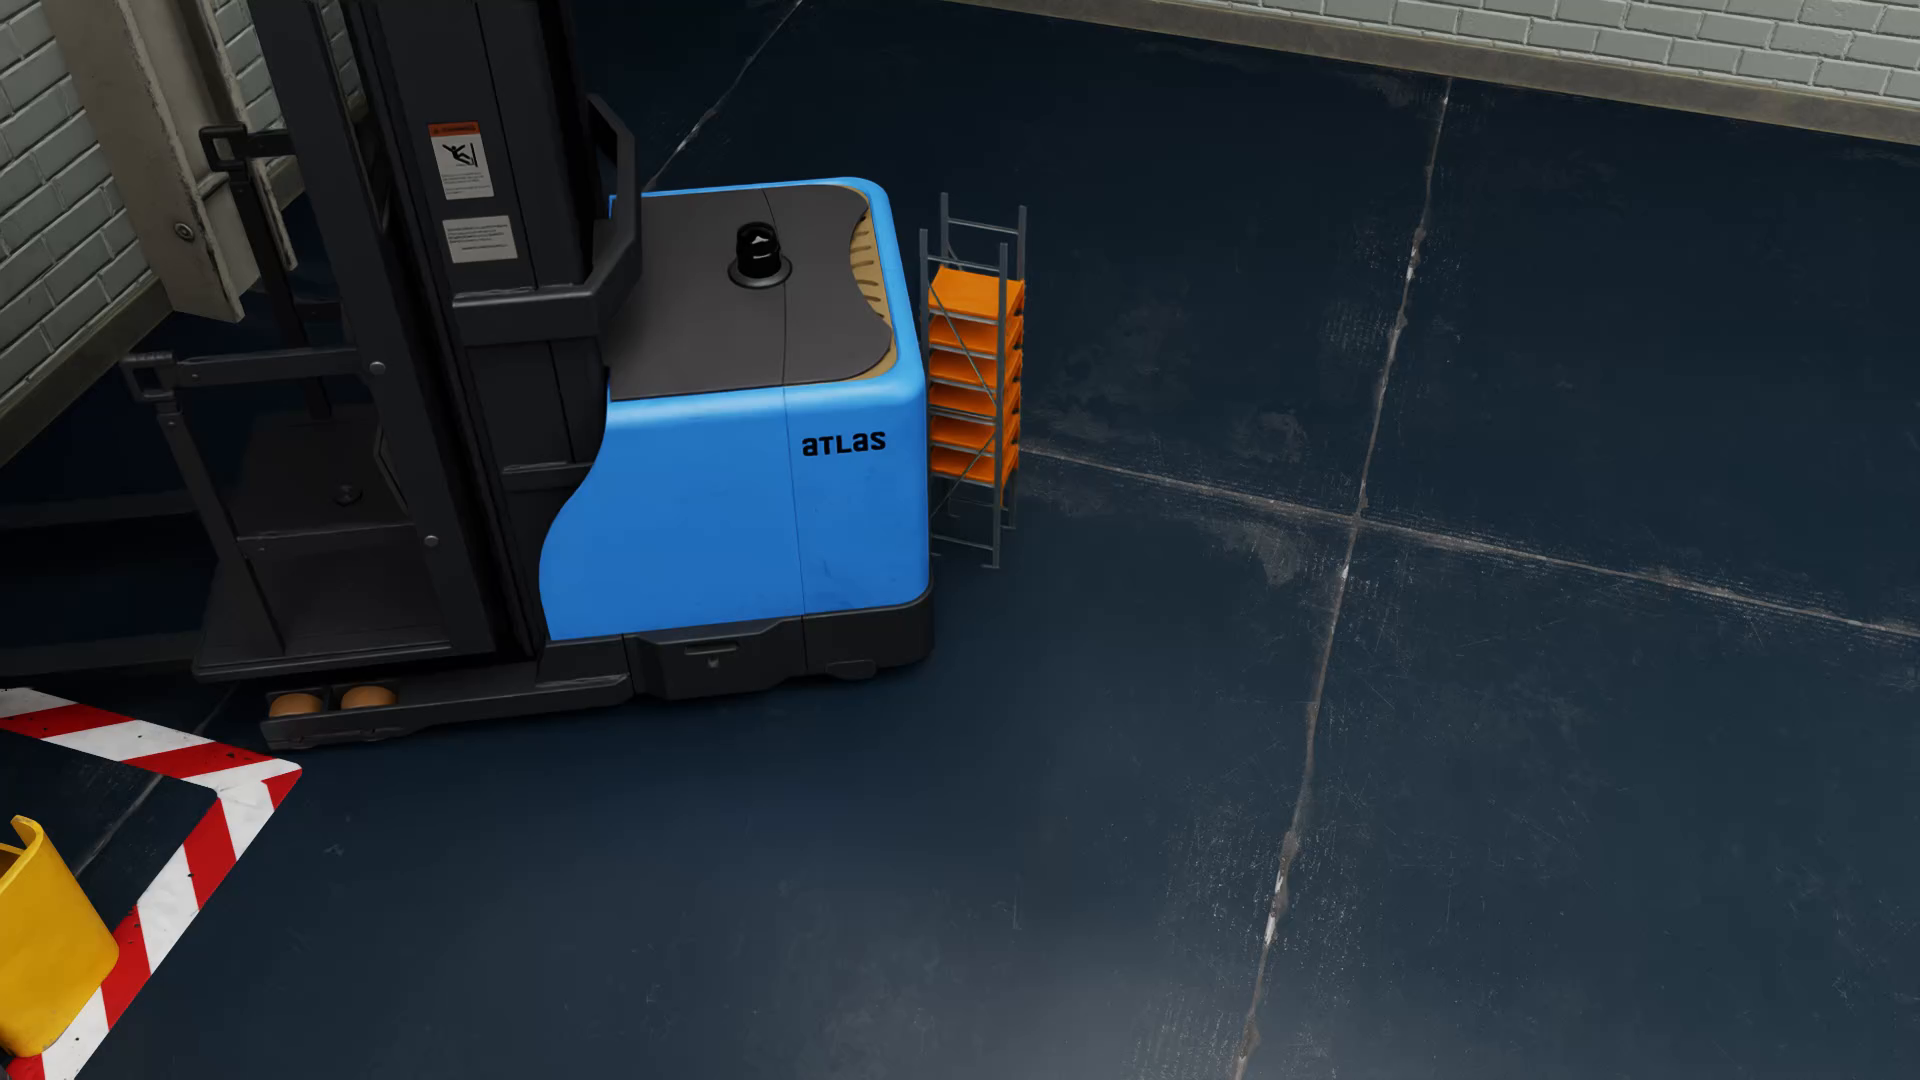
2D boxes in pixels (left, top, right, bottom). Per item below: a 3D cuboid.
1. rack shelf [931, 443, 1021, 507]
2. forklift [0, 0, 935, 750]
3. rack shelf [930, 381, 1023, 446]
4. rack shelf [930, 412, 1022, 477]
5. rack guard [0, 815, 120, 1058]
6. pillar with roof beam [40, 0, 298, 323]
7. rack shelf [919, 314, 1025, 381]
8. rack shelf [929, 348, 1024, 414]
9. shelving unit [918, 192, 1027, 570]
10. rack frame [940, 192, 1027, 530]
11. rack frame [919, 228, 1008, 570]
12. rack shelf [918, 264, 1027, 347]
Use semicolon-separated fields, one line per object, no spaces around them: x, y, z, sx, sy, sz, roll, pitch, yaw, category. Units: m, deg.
0.034;-0.222;5.025;0.258;0.103;0.180;12;46;12;rack shelf
-1.634;-0.859;4.032;3.031;2.935;1.130;-6;45;-6;forklift
0.034;-0.393;4.857;0.258;0.103;0.180;12;46;12;rack shelf
0.034;-0.307;4.941;0.258;0.103;0.180;12;46;12;rack shelf
-2.706;0.835;4.039;1.175;0.500;0.348;13;46;13;rack guard
1.383;-3.258;2.145;9.100;9.000;0.400;13;46;13;pillar with roof beam
0.035;-0.565;4.689;0.258;0.103;0.180;12;46;12;rack shelf
0.035;-0.479;4.773;0.258;0.103;0.180;12;46;12;rack shelf
0.034;-0.425;4.826;0.258;1.200;0.189;12;46;12;shelving unit
0.061;-0.486;4.888;0.240;1.200;0.006;12;46;12;rack frame
0.007;-0.364;4.763;0.240;1.200;0.006;12;46;12;rack frame
0.035;-0.650;4.605;0.258;0.103;0.180;12;46;12;rack shelf
